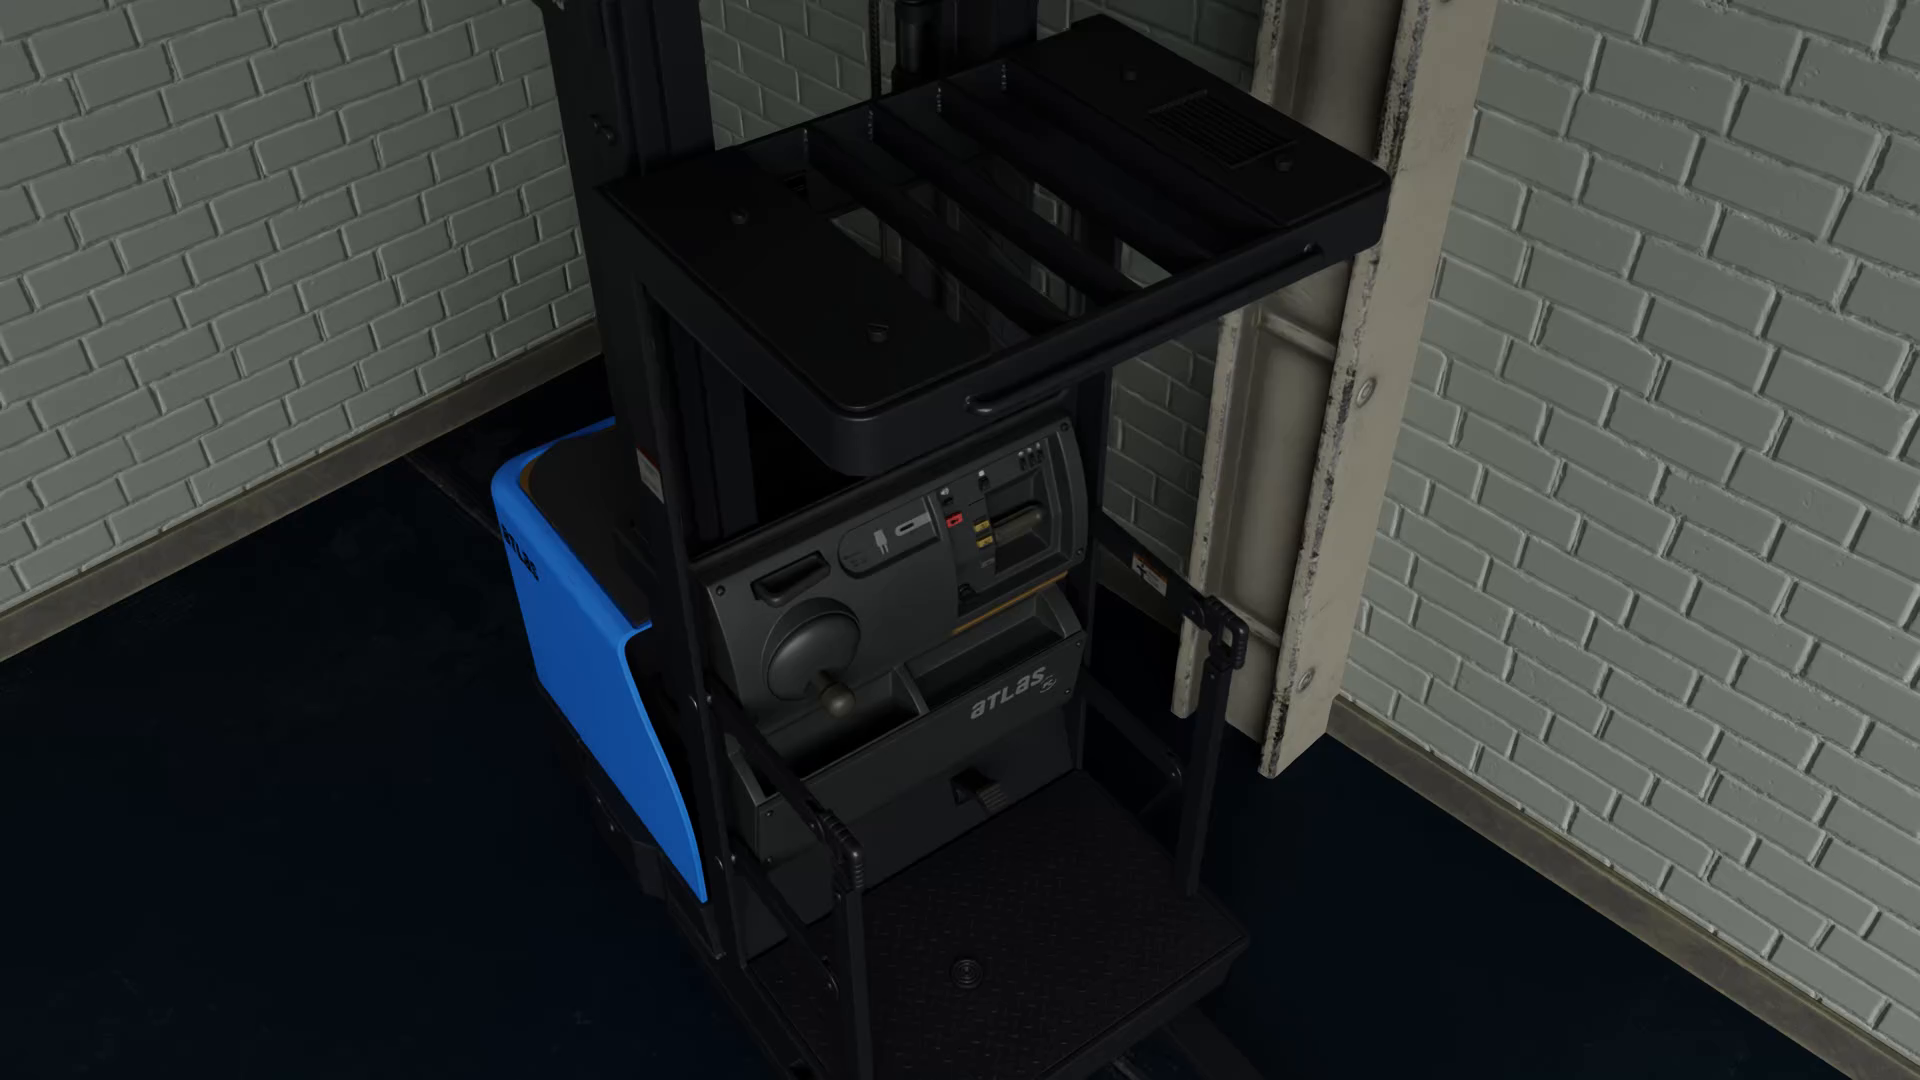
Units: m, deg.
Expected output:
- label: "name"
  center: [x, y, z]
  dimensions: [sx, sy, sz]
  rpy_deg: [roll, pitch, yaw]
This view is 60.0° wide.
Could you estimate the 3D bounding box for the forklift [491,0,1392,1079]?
- label: "forklift"
  center: [0.017, 0.132, 3.448]
  dimensions: [1.130, 2.935, 3.031]
  rpy_deg: [-26, 49, -26]
